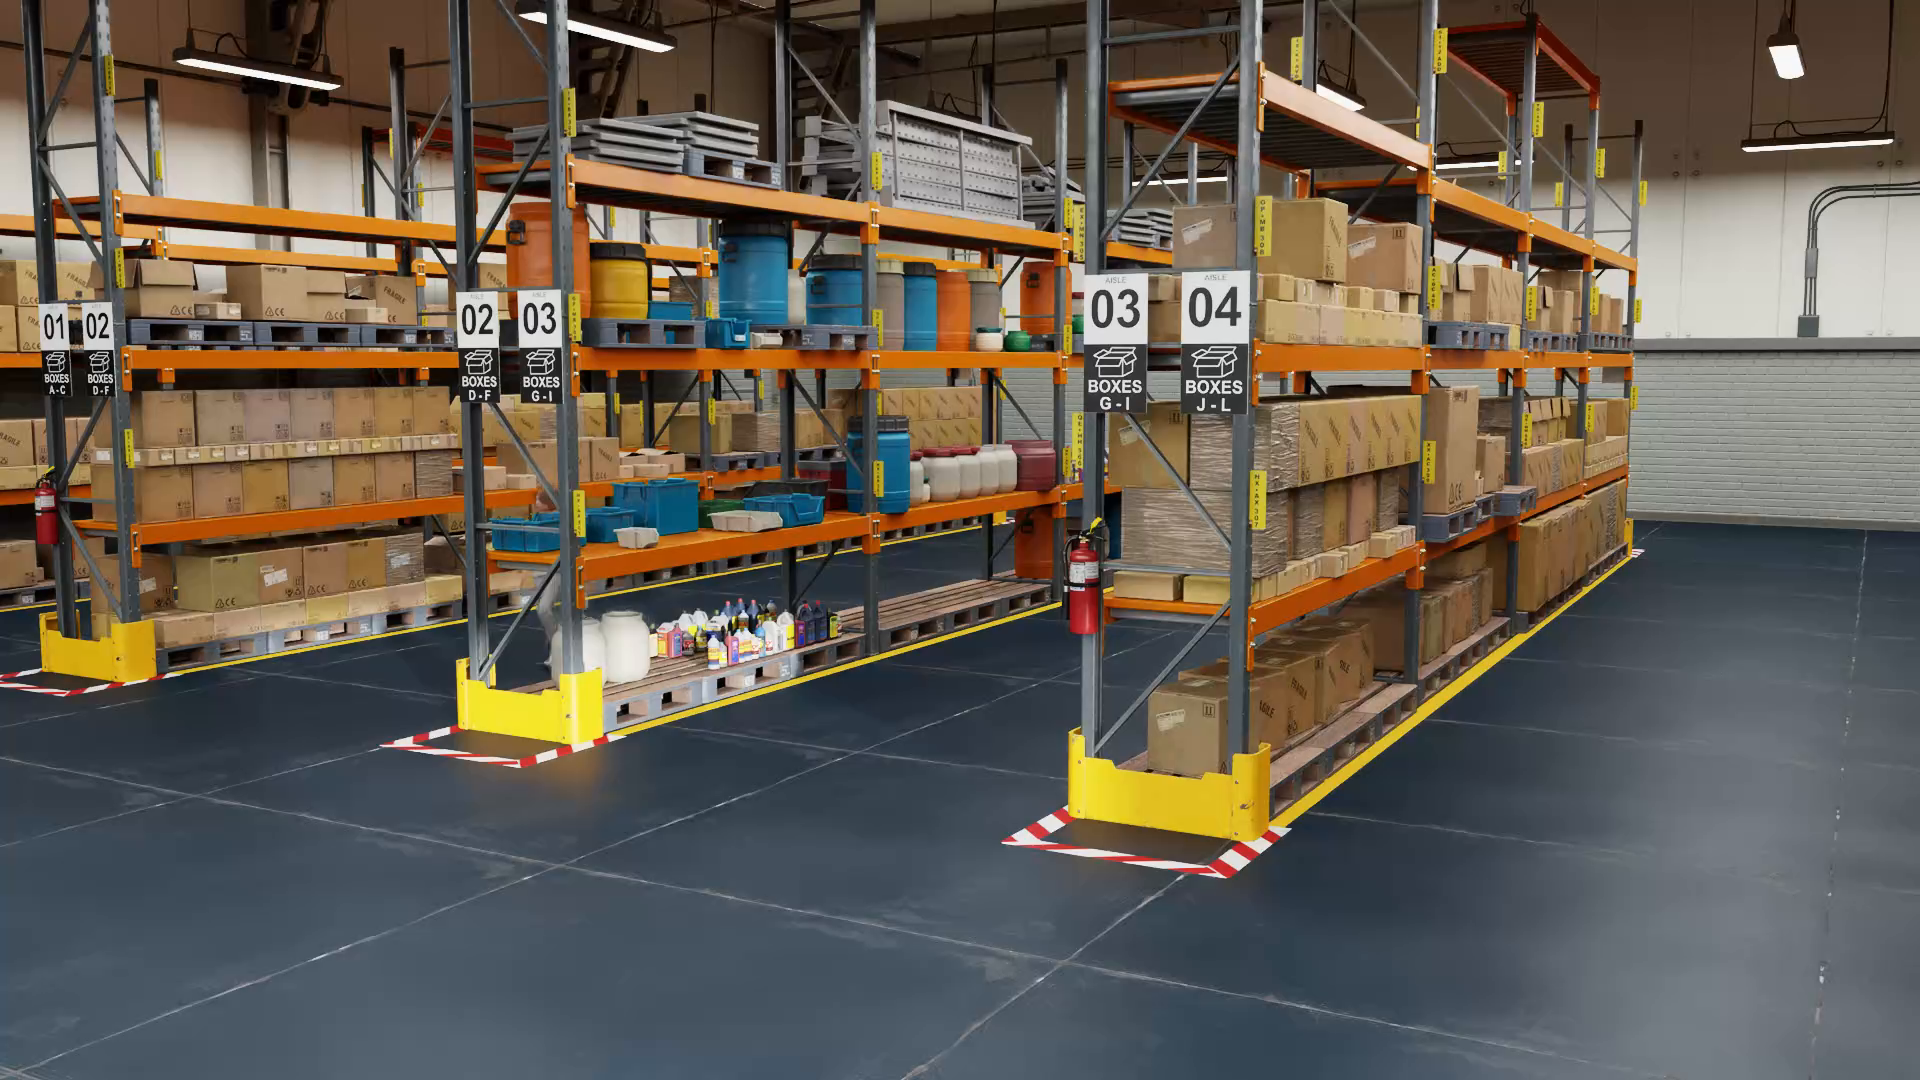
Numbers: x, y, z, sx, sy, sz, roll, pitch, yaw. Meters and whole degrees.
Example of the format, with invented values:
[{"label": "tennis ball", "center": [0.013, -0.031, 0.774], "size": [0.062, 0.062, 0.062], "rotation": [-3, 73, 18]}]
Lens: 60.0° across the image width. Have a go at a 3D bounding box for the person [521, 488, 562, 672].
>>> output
[{"label": "person", "center": [-3.625, 0.346, 14.626], "size": [0.471, 1.617, 0.485], "rotation": [3, 7, 28]}]
